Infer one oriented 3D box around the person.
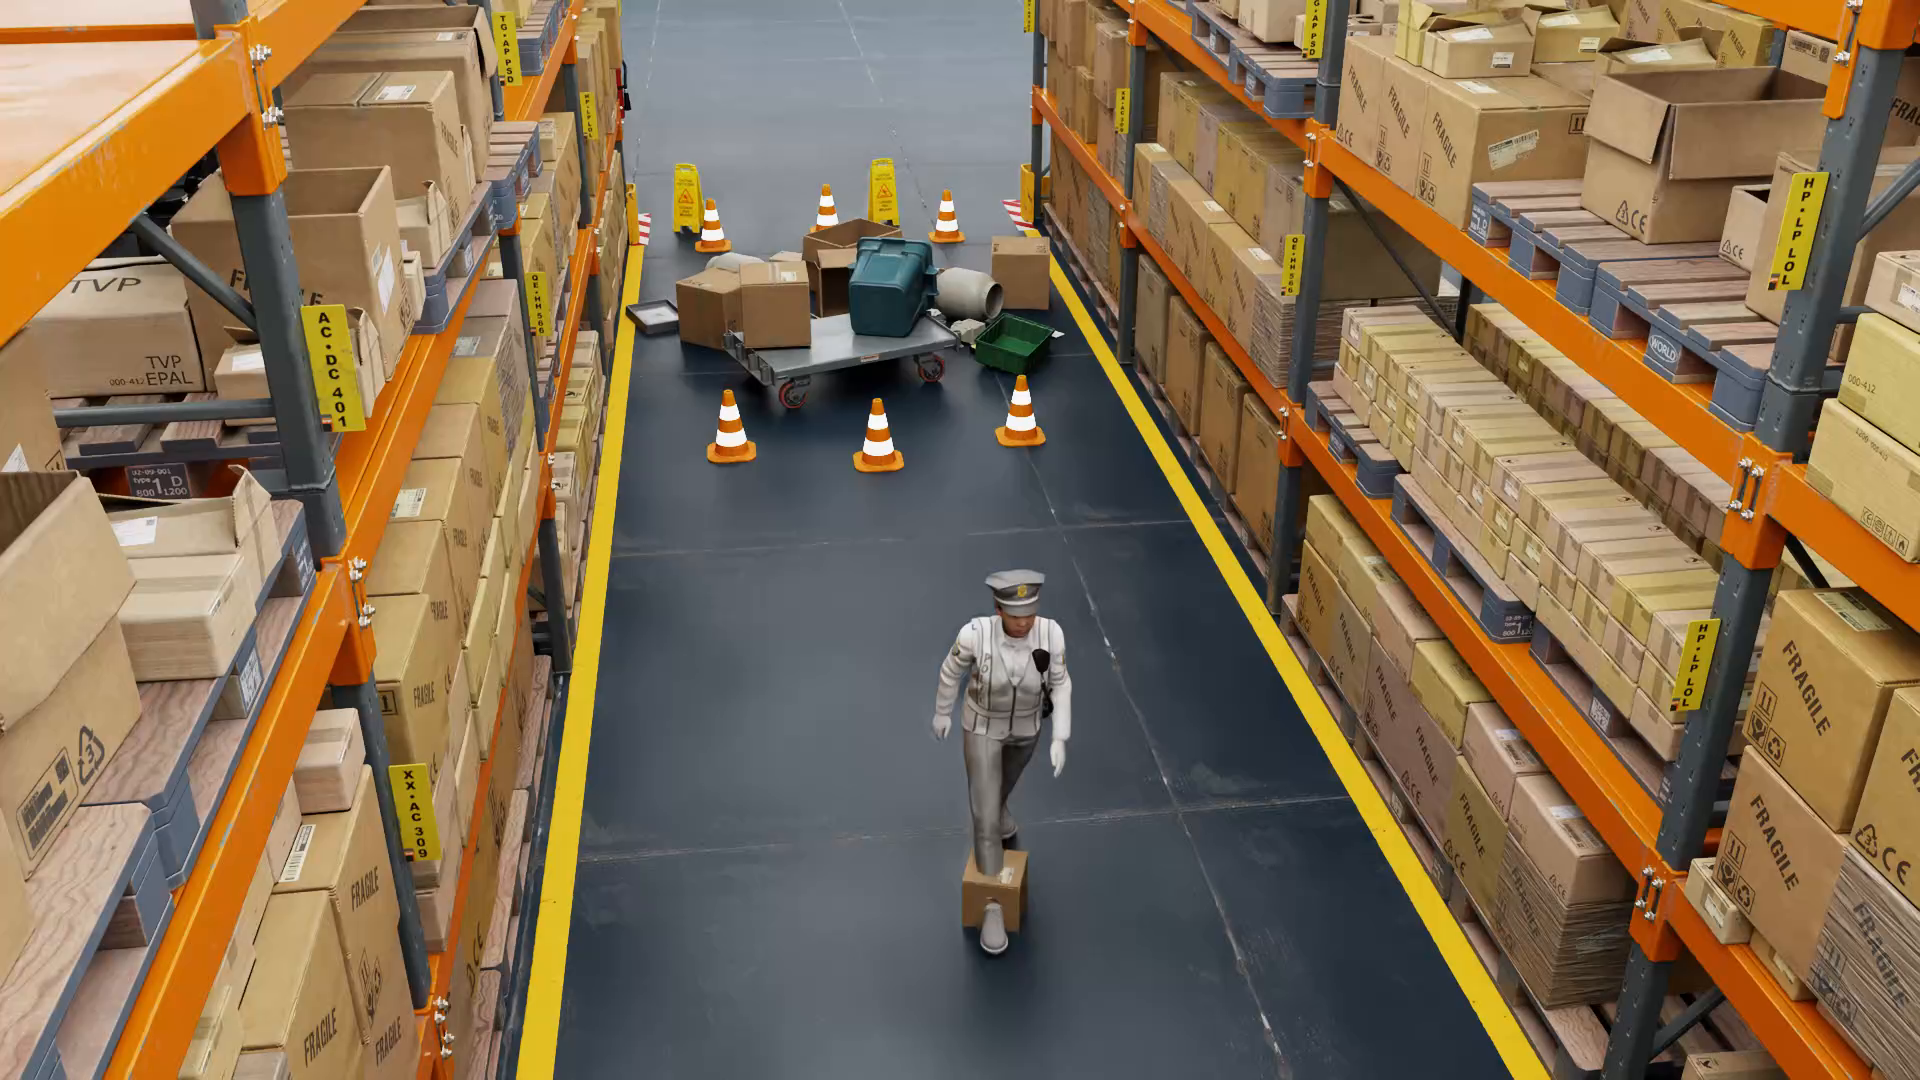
[{"bbox_3d":[0.198,0.800,7.091,0.557,1.593,1.019,-7,28,-13],"label":"person"}]
